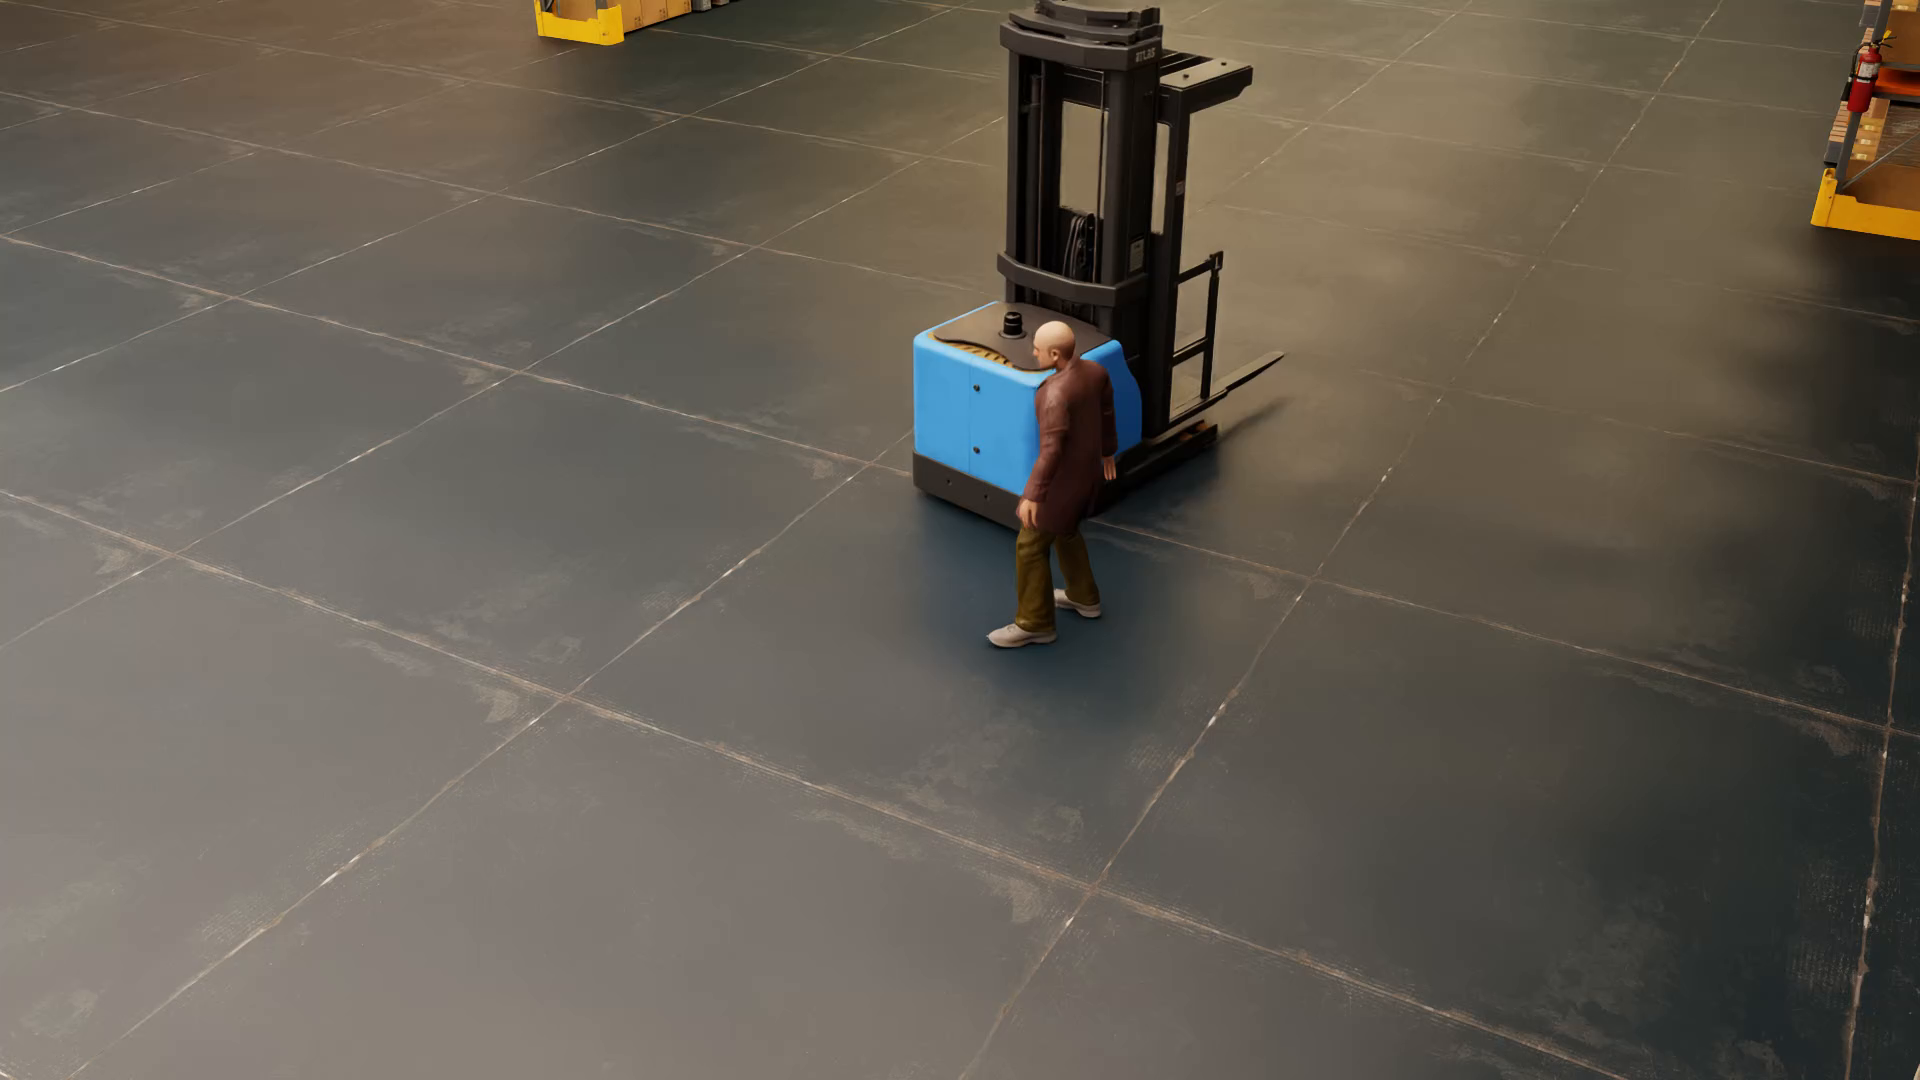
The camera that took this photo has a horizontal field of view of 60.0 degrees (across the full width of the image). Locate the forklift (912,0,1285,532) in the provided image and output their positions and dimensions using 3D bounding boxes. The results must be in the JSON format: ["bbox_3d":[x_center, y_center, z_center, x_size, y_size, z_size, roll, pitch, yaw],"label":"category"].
[{"bbox_3d":[1.060,-1.957,10.461,1.130,2.935,3.031,24,38,35],"label":"forklift"}]

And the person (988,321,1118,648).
[{"bbox_3d":[0.542,-0.248,8.868,0.423,1.573,0.890,16,33,25],"label":"person"}]
